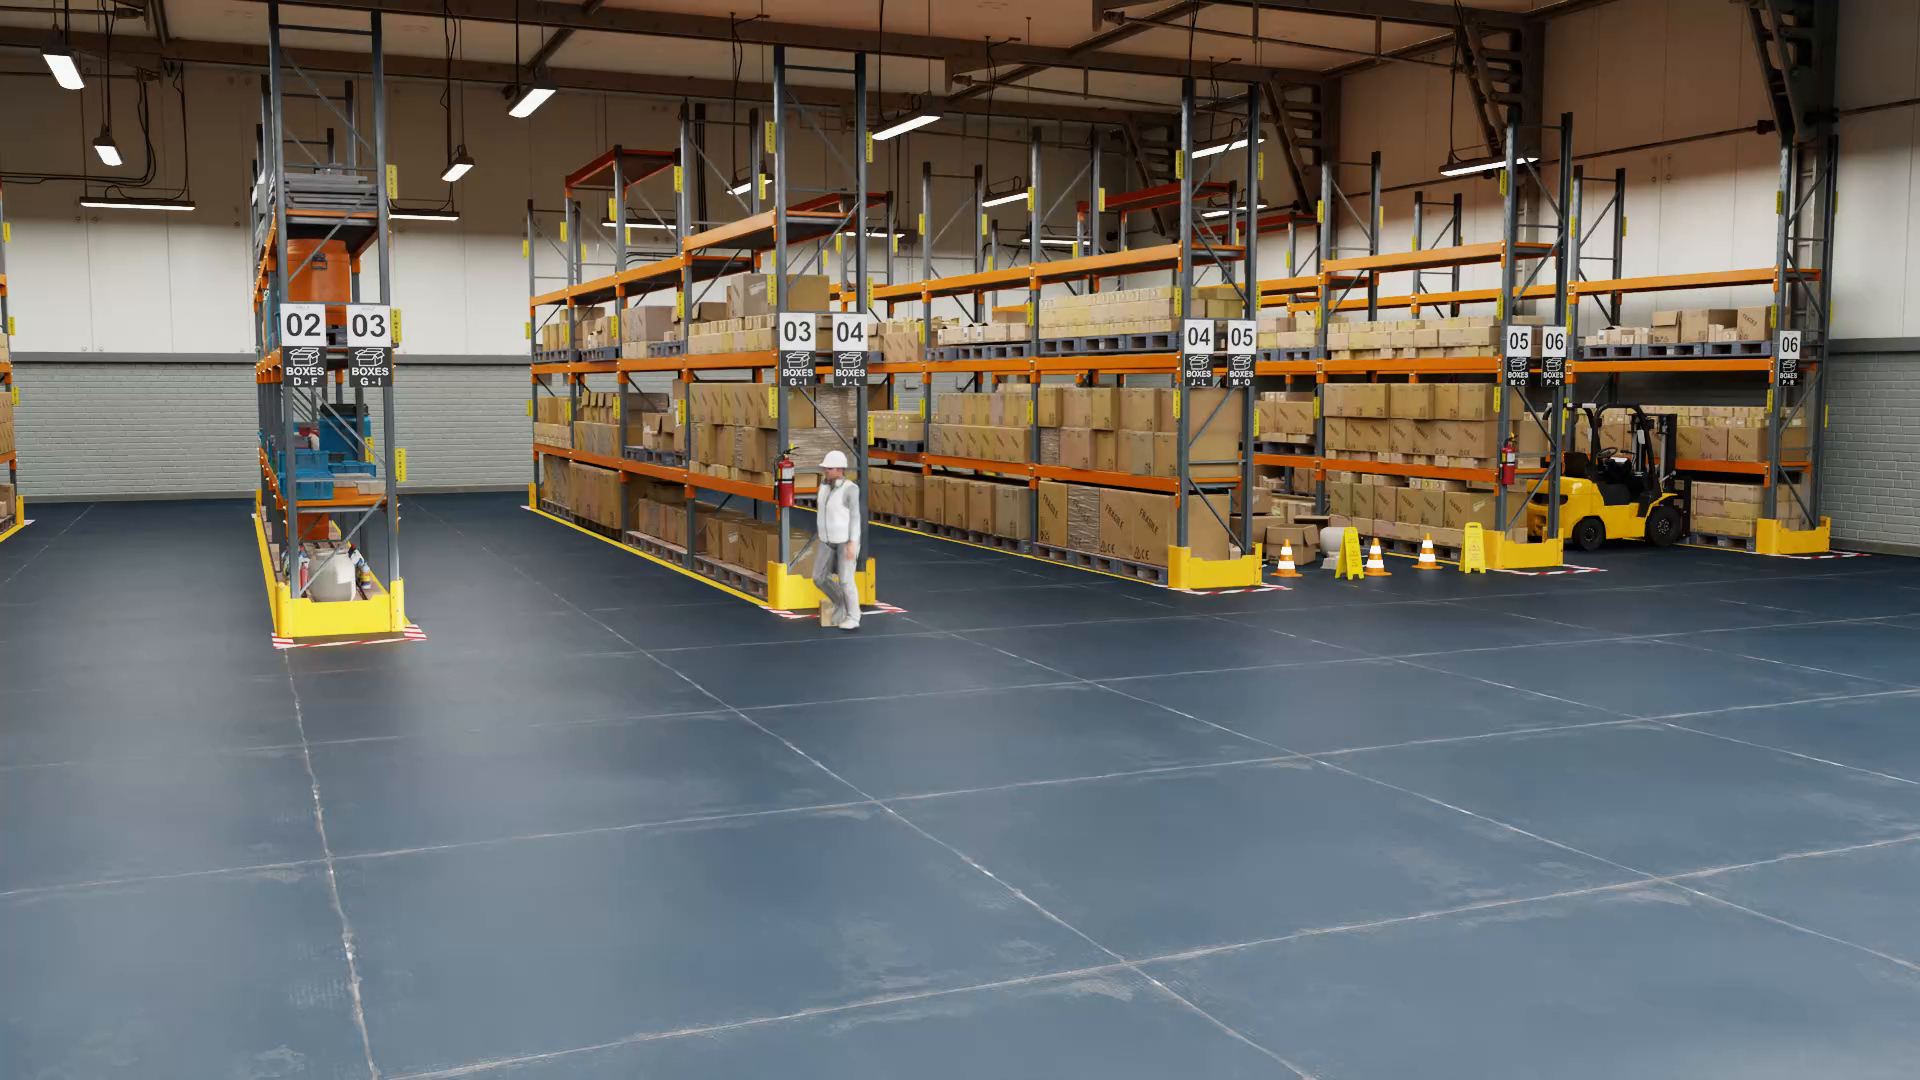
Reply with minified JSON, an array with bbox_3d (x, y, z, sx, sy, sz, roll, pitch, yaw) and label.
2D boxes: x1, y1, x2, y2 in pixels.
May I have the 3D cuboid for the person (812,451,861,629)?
[{"bbox_3d":[-1.186,-0.004,16.390,0.568,1.759,0.539,4,7,37],"label":"person"}]
